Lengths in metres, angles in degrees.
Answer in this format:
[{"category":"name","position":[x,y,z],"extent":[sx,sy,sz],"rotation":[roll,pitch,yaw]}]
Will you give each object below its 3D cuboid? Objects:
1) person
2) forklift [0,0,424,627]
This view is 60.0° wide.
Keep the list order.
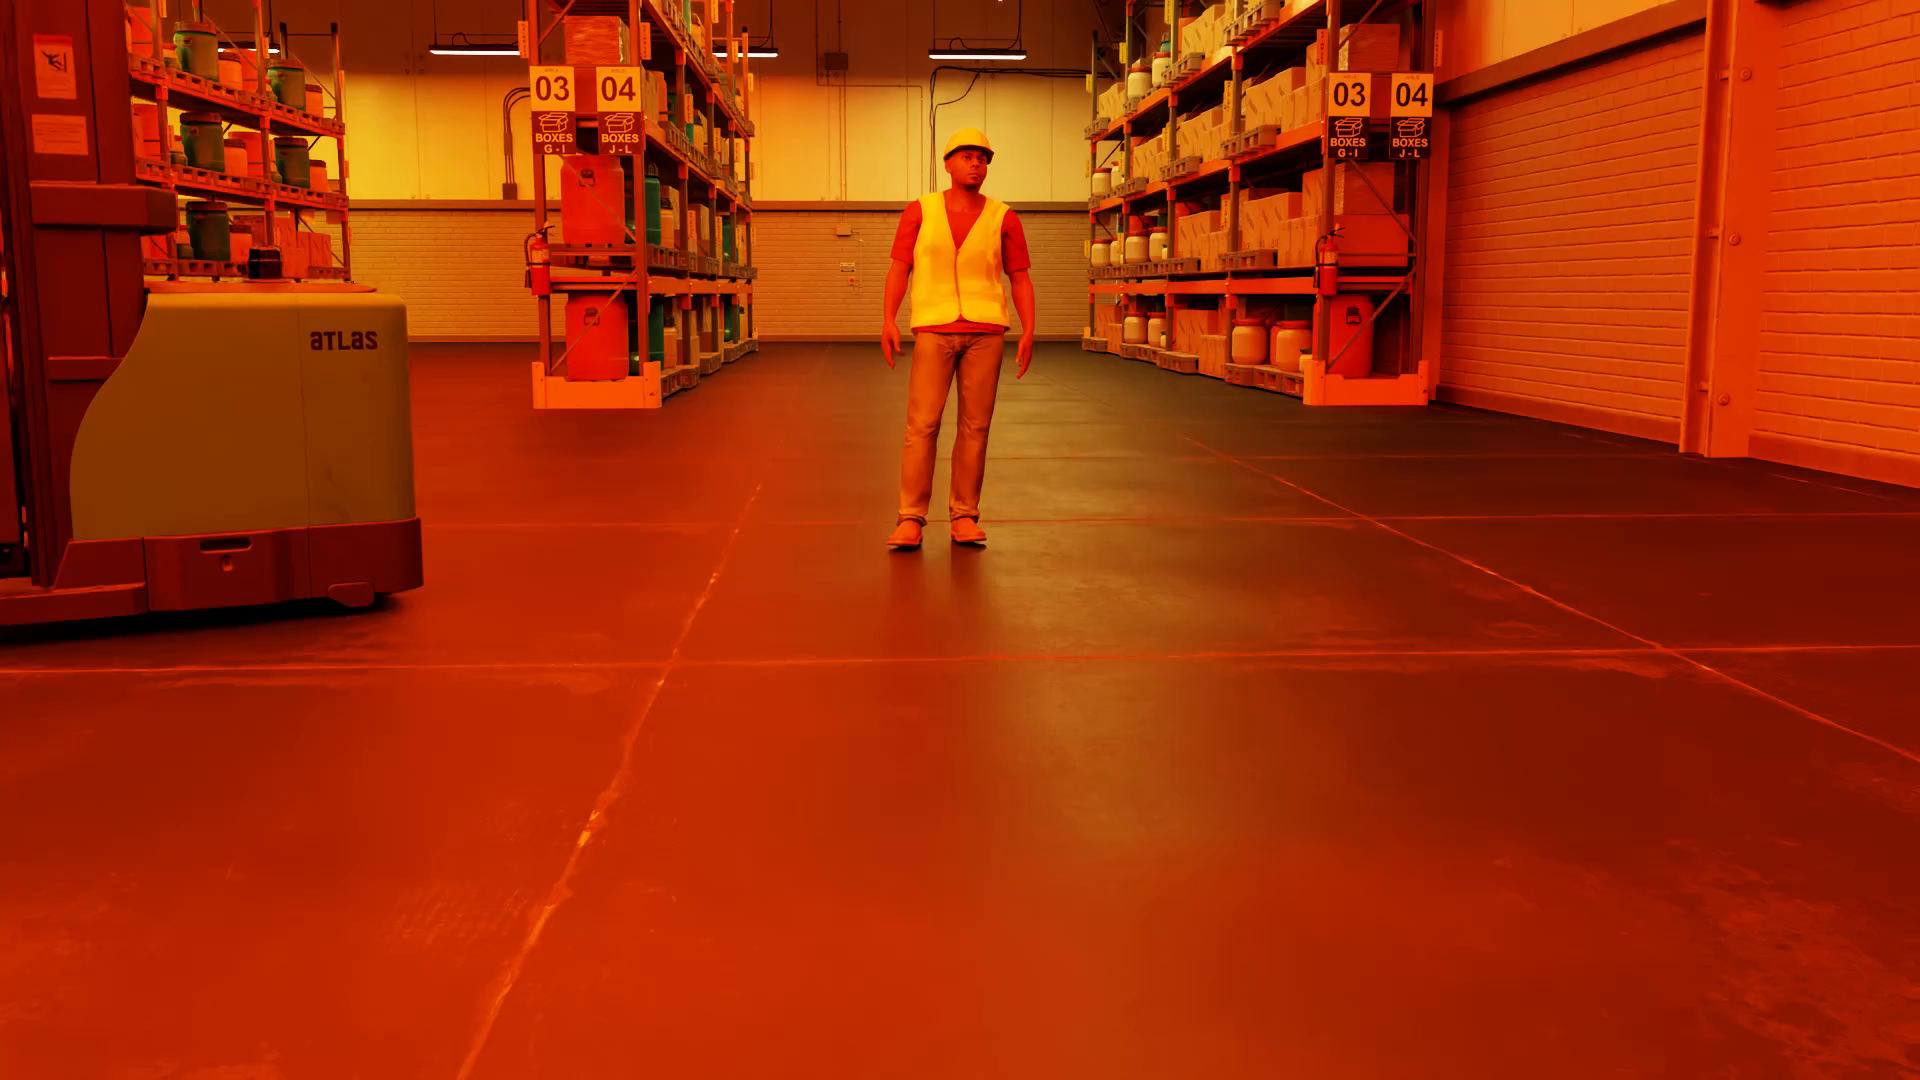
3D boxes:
[{"category":"person","position":[-0.001,-0.871,7.110],"extent":[0.665,1.768,0.575],"rotation":[-1,8,-4]},{"category":"forklift","position":[-3.394,-1.170,5.209],"extent":[3.031,2.935,1.130],"rotation":[-5,10,-29]}]
